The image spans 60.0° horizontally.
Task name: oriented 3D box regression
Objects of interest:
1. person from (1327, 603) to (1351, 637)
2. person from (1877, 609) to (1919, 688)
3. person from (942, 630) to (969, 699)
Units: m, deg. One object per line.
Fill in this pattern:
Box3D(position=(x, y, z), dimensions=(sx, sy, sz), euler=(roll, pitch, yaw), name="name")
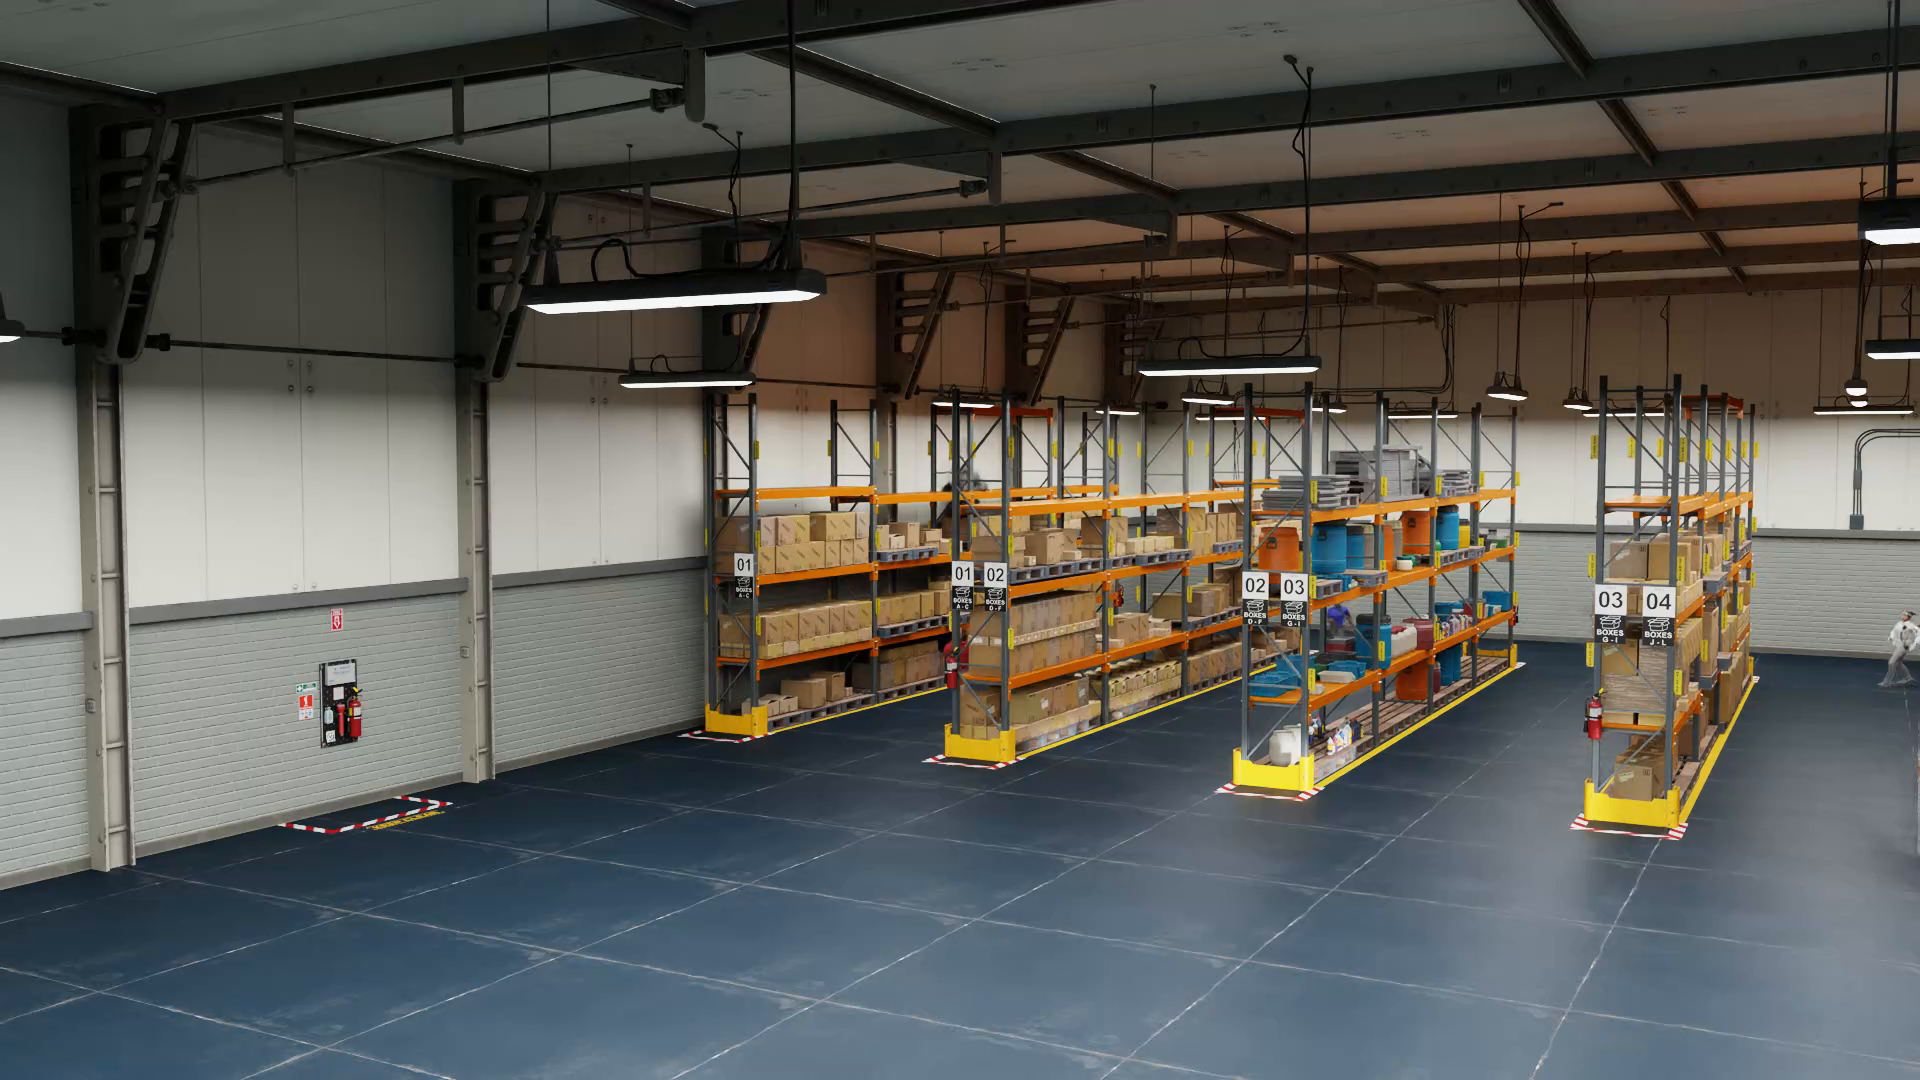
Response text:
Box3D(position=(8.674, 2.122, 38.253), dimensions=(0.499, 1.677, 0.766), euler=(2, 3, 27), name="person")
Box3D(position=(19.806, 2.280, 34.992), dimensions=(0.815, 1.689, 0.665), euler=(0, 3, -3), name="person")
Box3D(position=(-0.012, 2.494, 30.565), dimensions=(0.647, 1.719, 0.943), euler=(1, 3, 15), name="person")
